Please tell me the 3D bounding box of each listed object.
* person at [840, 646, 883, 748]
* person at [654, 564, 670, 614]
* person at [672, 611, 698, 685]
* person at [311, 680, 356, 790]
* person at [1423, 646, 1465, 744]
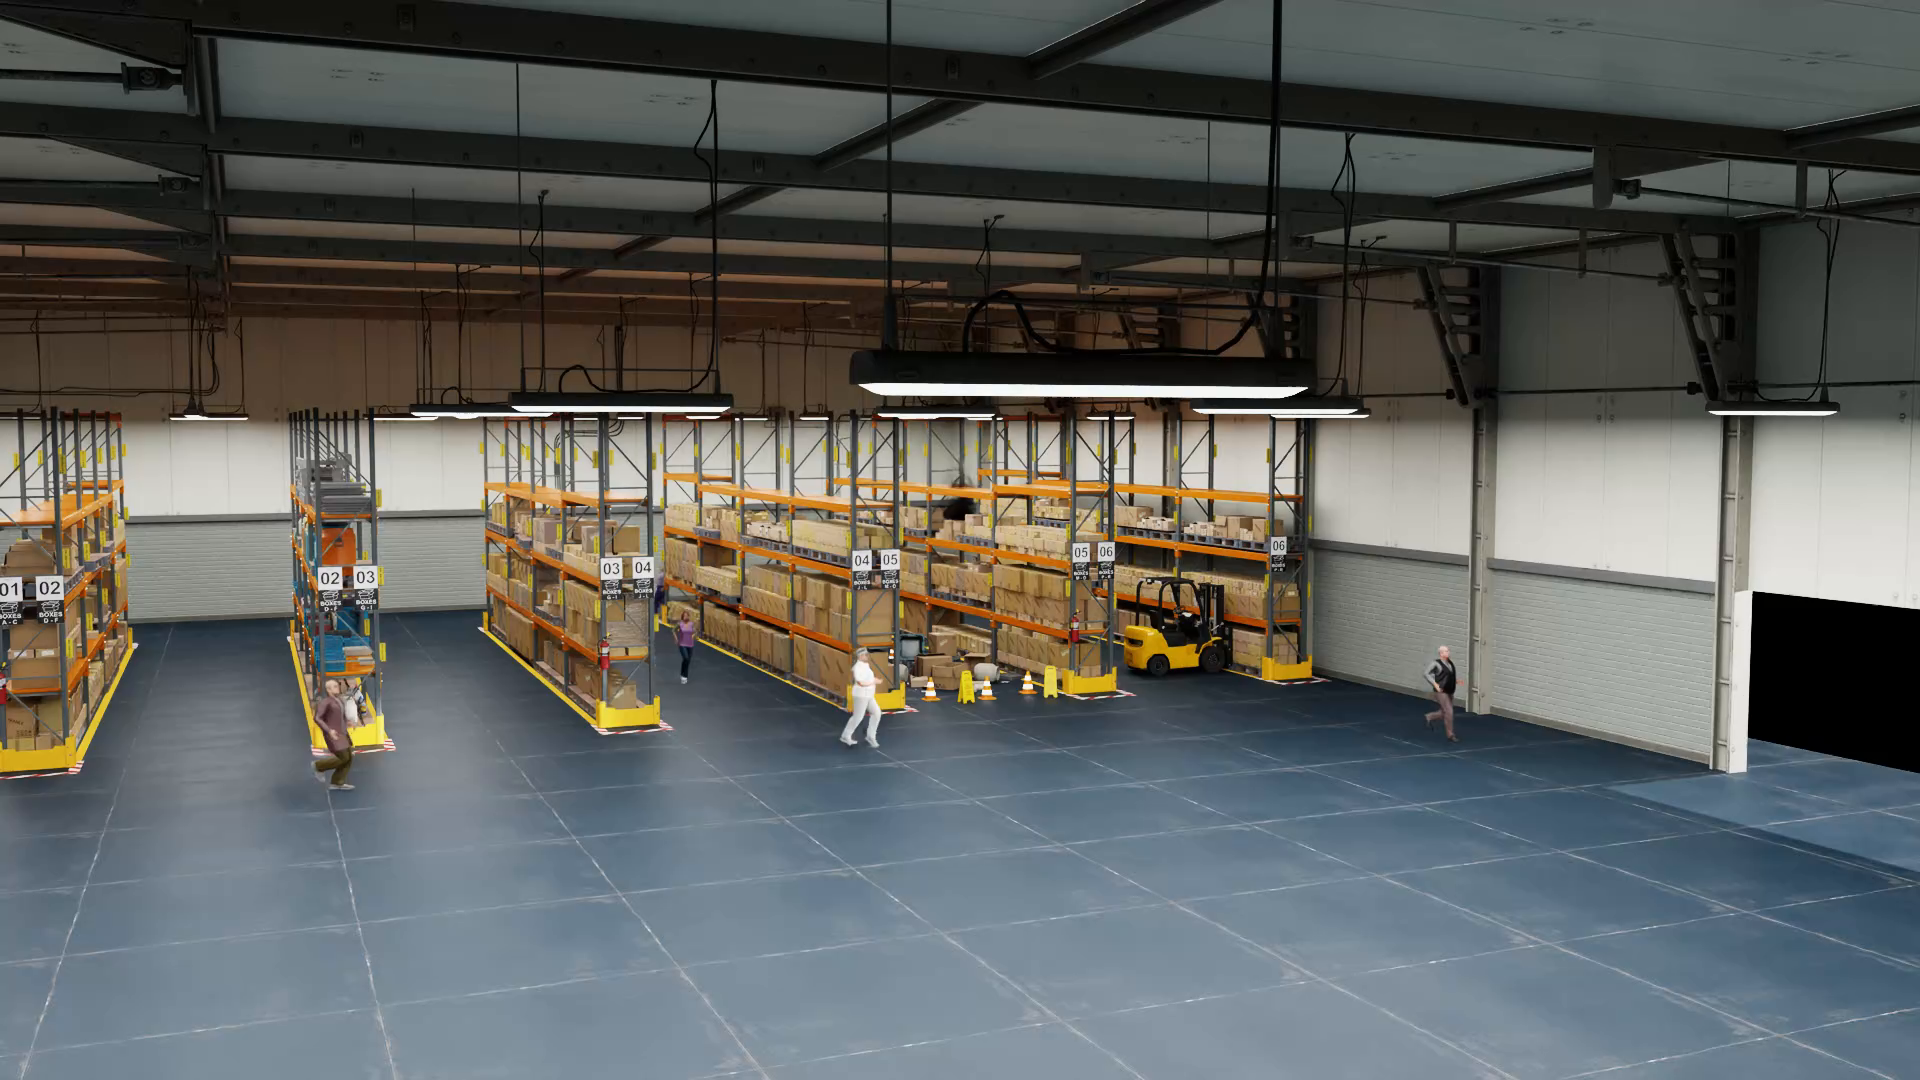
[{"bbox_3d":[-1.737,2.796,29.332,0.770,1.837,0.626,1,4,14],"label":"person"},{"bbox_3d":[-8.855,1.485,49.175,0.840,1.584,0.668,0,4,-6],"label":"person"},{"bbox_3d":[-6.031,2.361,36.614,0.517,1.605,0.673,-2,5,-28],"label":"person"},{"bbox_3d":[-9.796,3.046,25.984,0.631,1.726,0.726,0,4,5],"label":"person"},{"bbox_3d":[8.718,2.774,30.074,0.662,1.721,0.880,-3,5,-38],"label":"person"}]
